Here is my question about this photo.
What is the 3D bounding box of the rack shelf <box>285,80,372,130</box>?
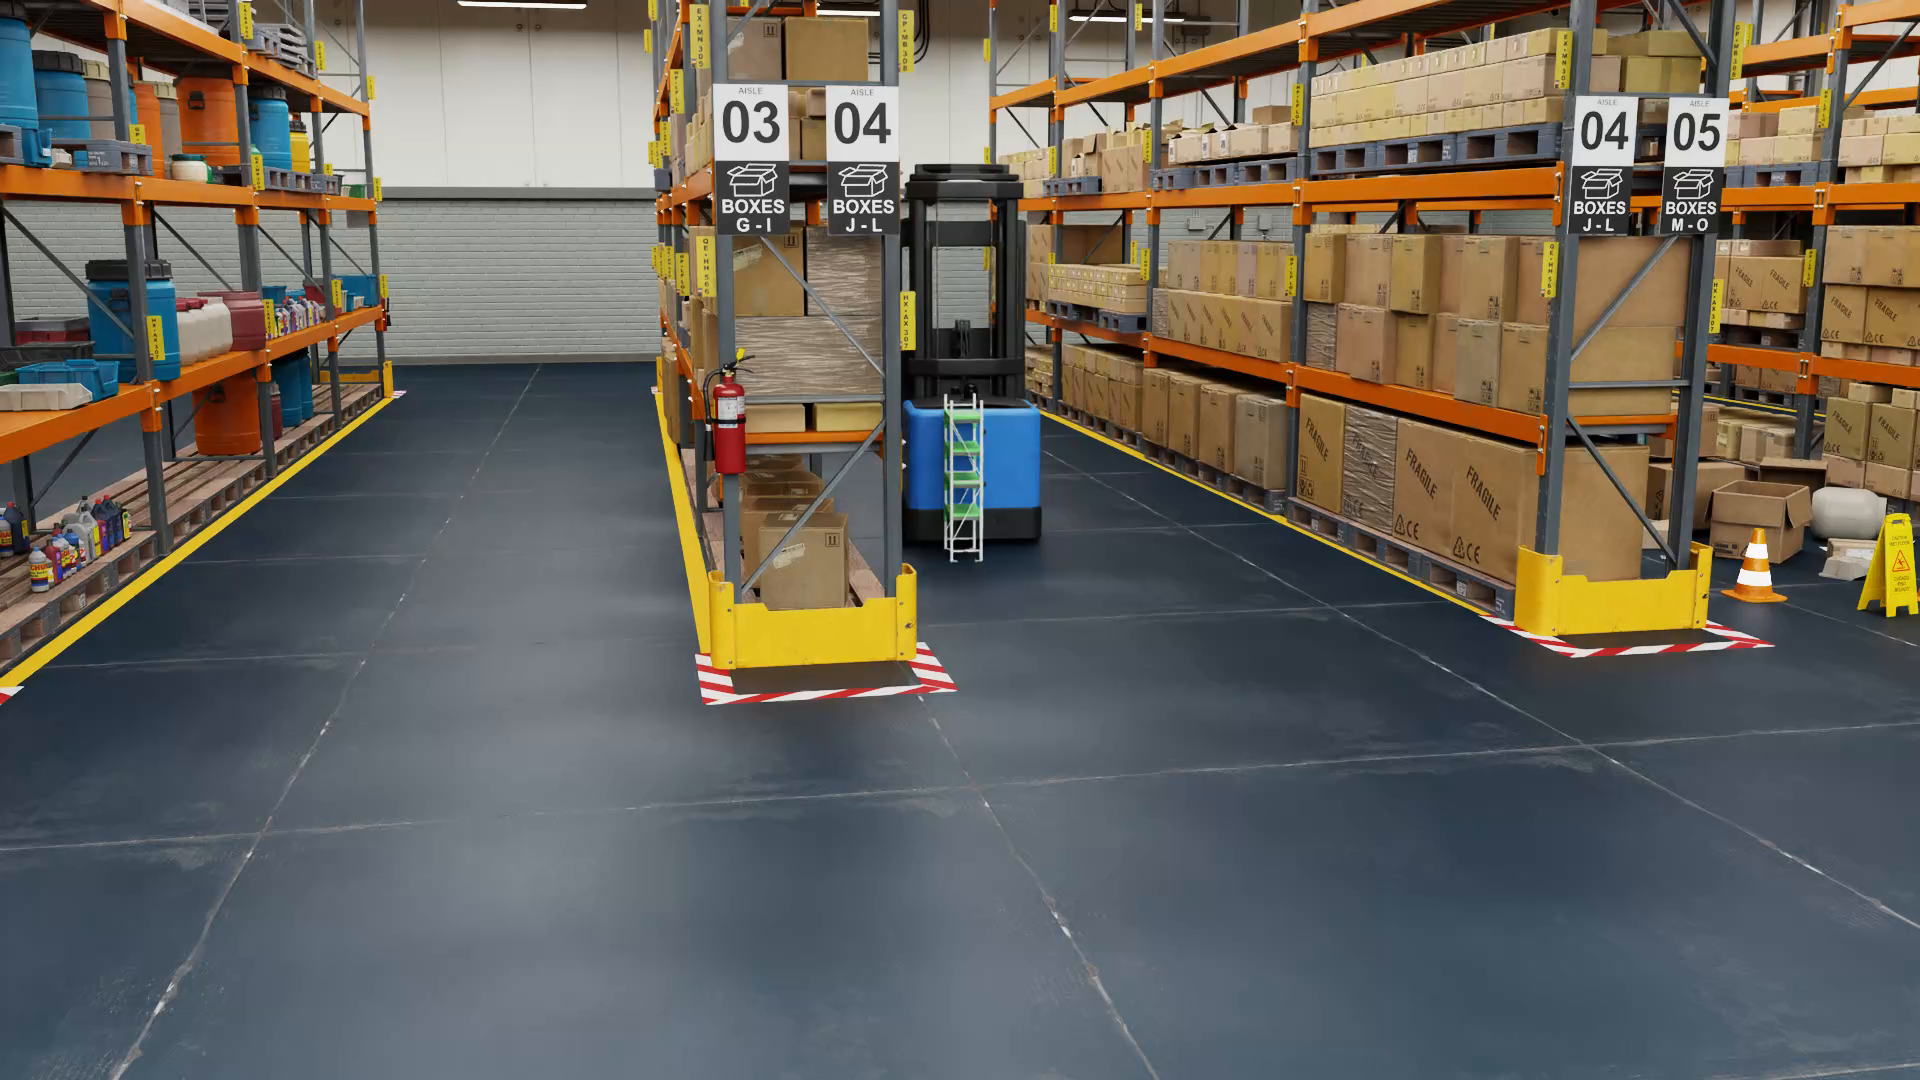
[{"bbox_3d":[-8.414,-5.566,21.366,1.077,0.370,4.000,-2,11,-11],"label":"rack shelf"}]

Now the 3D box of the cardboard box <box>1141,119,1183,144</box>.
[{"bbox_3d":[2.163,-4.374,17.816,0.396,0.266,0.258,-2,11,-11],"label":"cardboard box"}]

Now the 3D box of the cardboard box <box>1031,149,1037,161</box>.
[{"bbox_3d":[1.179,-5.224,22.593,0.380,0.149,0.250,-3,11,-13],"label":"cardboard box"}]

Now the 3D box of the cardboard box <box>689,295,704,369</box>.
[{"bbox_3d":[-1.521,-1.532,12.161,0.875,0.500,0.500,-2,11,-11],"label":"cardboard box"}]

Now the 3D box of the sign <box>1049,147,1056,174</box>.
[{"bbox_3d":[1.188,-4.850,21.252,0.100,0.325,0.005,-2,11,-11],"label":"sign"}]

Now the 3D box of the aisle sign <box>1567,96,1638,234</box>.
[{"bbox_3d":[3.772,-2.196,9.760,0.394,0.787,0.004,-2,11,-11],"label":"aisle sign"}]

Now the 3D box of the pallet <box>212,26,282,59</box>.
[{"bbox_3d":[-7.357,-4.860,16.236,1.213,0.211,1.003,-2,11,-11],"label":"pallet"}]

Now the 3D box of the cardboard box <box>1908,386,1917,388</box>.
[{"bbox_3d":[11.907,-1.838,20.393,0.500,0.500,0.500,-2,11,-9],"label":"cardboard box"}]

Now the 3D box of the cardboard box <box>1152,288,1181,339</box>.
[{"bbox_3d":[2.319,-2.367,17.344,0.500,0.500,0.500,-2,11,-10],"label":"cardboard box"}]

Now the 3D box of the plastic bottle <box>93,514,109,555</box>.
[{"bbox_3d":[-5.951,-0.045,11.500,0.061,0.283,0.133,-1,11,-7],"label":"plastic bottle"}]

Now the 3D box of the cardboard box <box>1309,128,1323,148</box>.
[{"bbox_3d":[3.012,-3.203,13.262,0.380,0.149,0.250,-2,11,-12],"label":"cardboard box"}]

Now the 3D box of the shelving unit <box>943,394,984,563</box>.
[{"bbox_3d":[0.024,-0.471,12.465,0.258,1.200,0.503,-1,11,-6],"label":"shelving unit"}]

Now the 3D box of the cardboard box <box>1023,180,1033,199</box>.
[{"bbox_3d":[1.173,-4.809,22.819,0.500,0.250,0.500,-2,11,-12],"label":"cardboard box"}]

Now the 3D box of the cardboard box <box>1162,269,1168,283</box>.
[{"bbox_3d":[2.498,-2.972,18.744,0.380,0.149,0.250,-2,11,-11],"label":"cardboard box"}]

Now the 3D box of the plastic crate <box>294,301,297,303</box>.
[{"bbox_3d":[-8.658,-3.010,21.535,0.293,0.136,0.466,-2,11,-11],"label":"plastic crate"}]

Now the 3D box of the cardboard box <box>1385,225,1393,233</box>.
[{"bbox_3d":[6.199,-4.345,23.324,0.380,0.149,0.250,-2,11,-11],"label":"cardboard box"}]

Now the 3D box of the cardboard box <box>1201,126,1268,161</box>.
[{"bbox_3d":[2.619,-3.769,15.799,0.500,0.311,0.500,-2,11,-12],"label":"cardboard box"}]

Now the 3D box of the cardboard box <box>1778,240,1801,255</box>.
[{"bbox_3d":[8.053,-2.890,16.437,0.380,0.149,0.250,-1,11,-8],"label":"cardboard box"}]

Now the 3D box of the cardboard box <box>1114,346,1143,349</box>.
[{"bbox_3d":[2.198,-2.268,20.649,0.500,0.250,0.500,-2,11,-8],"label":"cardboard box"}]

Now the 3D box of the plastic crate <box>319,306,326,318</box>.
[{"bbox_3d":[-7.975,-2.792,20.390,0.396,0.136,0.243,-2,11,-11],"label":"plastic crate"}]

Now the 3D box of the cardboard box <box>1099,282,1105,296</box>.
[{"bbox_3d":[1.798,-2.856,18.934,0.380,0.149,0.250,-2,11,-11],"label":"cardboard box"}]

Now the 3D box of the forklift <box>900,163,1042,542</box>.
[{"bbox_3d":[-0.025,-1.655,14.055,1.130,2.935,3.031,-1,11,-6],"label":"forklift"}]

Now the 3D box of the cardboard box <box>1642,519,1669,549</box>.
[{"bbox_3d":[5.415,-0.085,12.934,0.396,0.266,0.258,0,11,-1],"label":"cardboard box"}]

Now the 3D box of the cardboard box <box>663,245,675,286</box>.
[{"bbox_3d":[-3.518,-3.497,21.149,0.500,0.500,0.500,-2,11,-9],"label":"cardboard box"}]

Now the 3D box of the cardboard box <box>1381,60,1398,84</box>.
[{"bbox_3d":[3.261,-3.361,11.961,0.380,0.149,0.250,-2,11,-11],"label":"cardboard box"}]

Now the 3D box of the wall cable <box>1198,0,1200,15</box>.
[{"bbox_3d":[3.366,-11.259,30.636,2.355,3.000,0.029,-2,11,-11],"label":"wall cable"}]

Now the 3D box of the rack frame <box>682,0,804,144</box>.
[{"bbox_3d":[-1.610,-4.462,12.572,1.000,3.000,0.127,-2,11,-11],"label":"rack frame"}]

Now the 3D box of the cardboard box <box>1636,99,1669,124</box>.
[{"bbox_3d":[4.300,-2.623,10.215,0.380,0.149,0.250,-2,11,-11],"label":"cardboard box"}]

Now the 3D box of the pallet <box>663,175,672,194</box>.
[{"bbox_3d":[-2.786,-3.950,18.412,1.003,0.211,1.213,-2,11,-8],"label":"pallet"}]

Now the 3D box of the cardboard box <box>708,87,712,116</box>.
[{"bbox_3d":[-1.193,-2.416,9.182,0.380,0.149,0.250,-2,11,-11],"label":"cardboard box"}]

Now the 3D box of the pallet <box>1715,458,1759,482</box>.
[{"bbox_3d":[7.957,-0.648,16.037,1.003,0.211,1.213,-2,11,-11],"label":"pallet"}]

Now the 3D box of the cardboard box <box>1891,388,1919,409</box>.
[{"bbox_3d":[8.027,-1.180,13.866,0.380,0.149,0.250,-2,11,-9],"label":"cardboard box"}]

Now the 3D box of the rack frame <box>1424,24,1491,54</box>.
[{"bbox_3d":[6.554,-6.289,22.174,1.000,3.000,0.127,-2,11,-11],"label":"rack frame"}]

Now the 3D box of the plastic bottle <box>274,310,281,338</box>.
[{"bbox_3d":[-7.130,-2.255,17.336,0.061,0.283,0.133,-2,11,-11],"label":"plastic bottle"}]

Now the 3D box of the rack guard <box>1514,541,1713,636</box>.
[{"bbox_3d":[4.057,0.289,10.339,1.175,0.500,0.348,-2,11,-11],"label":"rack guard"}]

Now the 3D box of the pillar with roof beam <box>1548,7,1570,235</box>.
[{"bbox_3d":[6.782,-7.575,28.928,9.100,9.000,0.548,-2,11,-11],"label":"pillar with roof beam"}]

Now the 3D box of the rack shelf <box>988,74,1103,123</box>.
[{"bbox_3d":[1.330,-6.103,23.126,1.077,0.370,4.000,-2,11,-11],"label":"rack shelf"}]

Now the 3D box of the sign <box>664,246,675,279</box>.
[{"bbox_3d":[-2.932,-2.796,16.770,0.100,0.325,0.005,-2,11,-11],"label":"sign"}]

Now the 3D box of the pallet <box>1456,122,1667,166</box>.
[{"bbox_3d":[3.898,-2.509,10.569,1.003,0.211,1.213,-2,11,-11],"label":"pallet"}]

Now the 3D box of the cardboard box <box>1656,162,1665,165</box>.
[{"bbox_3d":[7.657,-3.854,17.126,0.797,0.503,0.637,-2,11,-11],"label":"cardboard box"}]

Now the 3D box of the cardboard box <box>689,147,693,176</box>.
[{"bbox_3d":[-1.666,-2.726,11.875,0.500,0.250,0.500,-2,11,-12],"label":"cardboard box"}]

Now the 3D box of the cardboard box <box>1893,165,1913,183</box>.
[{"bbox_3d":[8.083,-3.068,13.941,0.380,0.149,0.250,-2,11,-11],"label":"cardboard box"}]

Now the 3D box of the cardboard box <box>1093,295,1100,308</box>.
[{"bbox_3d":[1.754,-2.755,19.196,0.380,0.149,0.250,-3,11,-14],"label":"cardboard box"}]

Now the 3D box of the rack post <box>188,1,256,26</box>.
[{"bbox_3d":[-7.428,-5.110,16.177,0.954,0.300,0.937,-2,11,-11],"label":"rack post"}]

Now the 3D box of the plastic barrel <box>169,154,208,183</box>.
[{"bbox_3d":[-6.770,-3.249,14.592,0.301,0.262,0.301,0,11,0],"label":"plastic barrel"}]

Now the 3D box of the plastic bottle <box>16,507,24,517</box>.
[{"bbox_3d":[-6.643,-0.088,11.723,0.061,0.283,0.133,-2,11,-11],"label":"plastic bottle"}]

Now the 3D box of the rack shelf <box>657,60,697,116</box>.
[{"bbox_3d":[-2.777,-5.012,18.458,1.077,0.370,4.000,-2,11,-11],"label":"rack shelf"}]

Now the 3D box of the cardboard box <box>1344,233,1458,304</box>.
[{"bbox_3d":[3.534,-2.115,12.998,0.875,0.550,0.550,-2,11,-11],"label":"cardboard box"}]

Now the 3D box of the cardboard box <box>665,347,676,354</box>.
[{"bbox_3d":[-2.668,-1.702,18.676,1.225,0.875,0.875,-2,11,-11],"label":"cardboard box"}]

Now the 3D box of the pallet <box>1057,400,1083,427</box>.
[{"bbox_3d":[1.871,-1.631,21.203,1.003,0.211,1.213,-2,11,-11],"label":"pallet"}]

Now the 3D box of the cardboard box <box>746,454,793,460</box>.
[{"bbox_3d":[-1.572,-0.418,12.934,0.500,0.500,0.500,-2,11,-13],"label":"cardboard box"}]

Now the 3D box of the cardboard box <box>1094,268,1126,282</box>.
[{"bbox_3d":[1.757,-3.046,19.135,0.380,0.149,0.250,-2,11,-11],"label":"cardboard box"}]

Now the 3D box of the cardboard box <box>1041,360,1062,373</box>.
[{"bbox_3d":[1.305,-2.343,22.395,0.380,0.149,0.250,-2,11,-10],"label":"cardboard box"}]

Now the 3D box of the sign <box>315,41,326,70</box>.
[{"bbox_3d":[-7.485,-5.666,19.457,0.100,0.325,0.005,-2,11,-11],"label":"sign"}]

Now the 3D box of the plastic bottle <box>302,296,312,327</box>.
[{"bbox_3d":[-7.525,-2.621,19.077,0.144,0.351,0.185,-2,11,-11],"label":"plastic bottle"}]
